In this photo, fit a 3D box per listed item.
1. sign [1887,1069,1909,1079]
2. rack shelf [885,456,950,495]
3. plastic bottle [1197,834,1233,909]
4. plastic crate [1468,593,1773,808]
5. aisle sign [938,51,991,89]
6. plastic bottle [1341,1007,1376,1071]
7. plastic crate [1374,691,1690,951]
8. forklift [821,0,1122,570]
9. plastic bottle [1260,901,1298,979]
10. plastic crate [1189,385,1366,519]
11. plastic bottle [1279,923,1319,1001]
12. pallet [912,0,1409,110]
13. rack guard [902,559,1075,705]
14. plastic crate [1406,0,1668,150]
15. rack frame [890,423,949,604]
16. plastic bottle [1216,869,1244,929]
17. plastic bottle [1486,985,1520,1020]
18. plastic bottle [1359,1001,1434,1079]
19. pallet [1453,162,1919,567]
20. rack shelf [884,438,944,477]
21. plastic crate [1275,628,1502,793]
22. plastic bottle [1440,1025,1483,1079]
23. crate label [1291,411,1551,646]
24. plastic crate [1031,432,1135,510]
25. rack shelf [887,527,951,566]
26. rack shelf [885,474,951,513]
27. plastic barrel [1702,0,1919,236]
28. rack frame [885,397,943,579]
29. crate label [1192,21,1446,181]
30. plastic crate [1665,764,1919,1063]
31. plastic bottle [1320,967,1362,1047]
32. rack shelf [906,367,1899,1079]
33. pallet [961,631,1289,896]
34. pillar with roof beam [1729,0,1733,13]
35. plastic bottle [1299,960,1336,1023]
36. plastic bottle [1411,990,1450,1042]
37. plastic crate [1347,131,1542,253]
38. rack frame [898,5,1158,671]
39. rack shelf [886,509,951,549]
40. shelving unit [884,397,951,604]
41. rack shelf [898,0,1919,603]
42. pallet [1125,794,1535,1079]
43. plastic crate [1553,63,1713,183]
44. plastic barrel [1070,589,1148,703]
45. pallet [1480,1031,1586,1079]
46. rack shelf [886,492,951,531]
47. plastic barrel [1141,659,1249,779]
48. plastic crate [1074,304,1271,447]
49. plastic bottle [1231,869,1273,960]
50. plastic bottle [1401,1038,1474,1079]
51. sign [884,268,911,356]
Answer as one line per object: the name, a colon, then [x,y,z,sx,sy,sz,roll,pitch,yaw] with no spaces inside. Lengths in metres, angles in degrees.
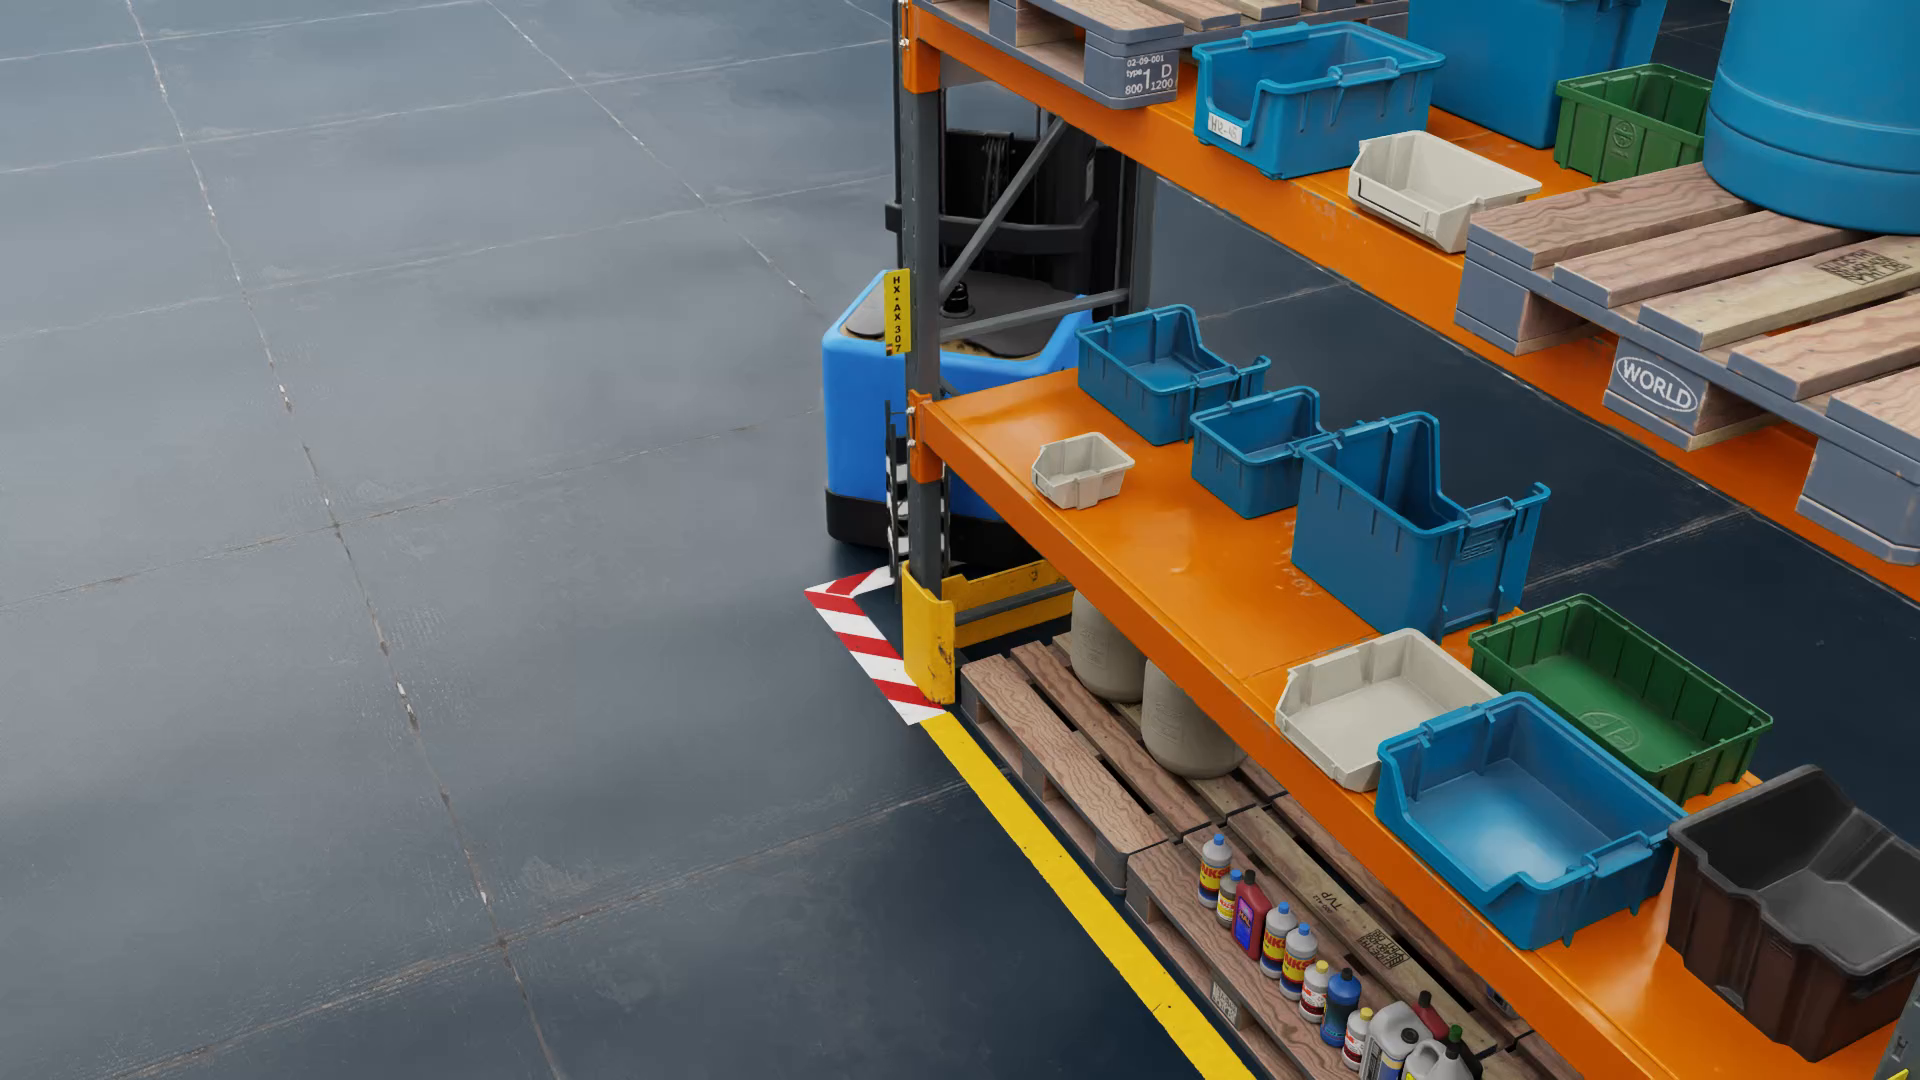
sign: [1.637,1.087,3.015,0.100,0.325,0.005,-16,36,-23]
rack shelf: [-0.181,-0.285,7.089,0.258,0.077,0.200,-5,33,-7]
plastic bottle: [0.834,1.069,5.422,0.097,0.271,0.097,0,33,0]
plastic crate: [1.746,0.441,4.477,0.450,0.188,0.662,-16,36,-23]
aisle sign: [-0.029,-1.893,5.515,0.394,0.787,0.004,-16,36,-23]
plastic bottle: [1.182,1.455,4.884,0.097,0.201,0.097,0,33,0]
plastic crate: [1.373,0.674,4.056,0.499,0.251,0.616,-16,36,-23]
forklift: [0.319,-1.878,7.965,1.130,2.935,3.031,10,34,15]
plastic bottle: [0.993,1.233,5.167,0.097,0.271,0.097,0,33,0]
plastic crate: [1.060,-0.300,5.576,0.499,0.251,0.408,-16,36,-23]
plastic bottle: [1.040,1.280,5.092,0.097,0.271,0.097,0,33,0]
pallet: [0.563,-1.602,4.865,1.003,0.211,1.213,-16,36,-23]
rack guard: [0.341,0.239,6.914,1.175,0.500,0.348,-16,36,-23]
plastic crate: [1.419,-1.260,4.170,0.392,0.384,0.575,-16,36,-23]
rack frame: [-0.167,-0.107,7.083,0.240,0.900,0.006,-5,33,-7]
plastic bottle: [0.882,1.148,5.364,0.097,0.201,0.097,0,33,0]
plastic bottle: [1.714,1.299,5.059,0.152,0.276,0.135,-16,36,-23]
plastic bottle: [1.261,1.473,4.787,0.152,0.276,0.135,-15,36,-22]
pallet: [1.706,-0.432,3.039,1.213,0.211,1.003,-16,36,-23]
rack shelf: [-0.181,-0.361,7.040,0.258,0.077,0.200,-5,33,-7]
plastic crate: [1.148,0.471,4.479,0.530,0.136,0.437,-16,36,-23]
plastic bottle: [1.412,1.511,4.721,0.061,0.283,0.133,-16,36,-23]
crate label: [1.361,-0.043,5.003,0.502,0.435,0.616,-16,36,-23]
plastic crate: [0.396,-0.219,5.556,0.298,0.136,0.250,-16,36,-23]
rack shelf: [-0.182,0.018,7.283,0.258,0.077,0.200,-5,33,-7]
rack shelf: [-0.181,-0.209,7.137,0.258,0.077,0.200,-5,33,-7]
plastic barrel: [1.760,-1.082,3.024,0.600,0.901,0.708,-16,36,-23]
rack frame: [-0.196,-0.216,7.253,0.240,0.900,0.006,-5,33,-7]
crate label: [0.844,-1.062,3.984,0.502,0.251,0.408,-16,36,-23]
plastic crate: [1.997,0.815,3.755,0.767,0.338,0.504,-16,36,-23]
plastic bottle: [1.134,1.377,4.941,0.097,0.271,0.097,0,33,0]
rack shelf: [1.196,0.419,4.982,1.077,0.370,4.000,-16,36,-23]
pallet: [0.715,0.750,6.384,1.003,0.211,1.213,-16,36,-23]
pillar with roof beam: [3.514,-7.520,11.146,9.100,9.000,0.400,-16,36,-23]
plastic bottle: [1.086,1.357,5.037,0.097,0.201,0.097,0,33,0]
plastic bottle: [1.355,1.443,4.827,0.061,0.283,0.133,-16,36,-23]
plastic crate: [1.023,-0.745,3.597,0.243,0.136,0.396,-16,36,-23]
rack frame: [0.264,-0.838,6.277,1.000,3.000,0.127,-16,36,-23]
rack shelf: [-0.181,-0.058,7.234,0.258,0.077,0.200,-5,33,-7]
shelving unit: [-0.181,-0.162,7.168,0.258,0.900,0.210,-5,33,-7]
rack shelf: [1.196,-0.844,4.173,1.077,0.370,4.000,-16,36,-23]
pallet: [1.280,1.331,5.477,1.003,0.211,1.213,-16,36,-23]
plastic crate: [1.634,-0.924,3.828,0.336,0.188,0.450,-16,36,-23]
plastic barrel: [0.638,0.328,6.375,0.421,0.512,0.421,0,33,0]
pallet: [1.853,1.914,4.567,1.003,0.211,1.213,-16,36,-23]
rack shelf: [-0.181,-0.133,7.186,0.258,0.077,0.200,-5,33,-7]
plastic barrel: [0.872,0.567,6.002,0.421,0.512,0.421,0,33,0]
plastic crate: [0.762,-0.612,6.062,0.499,0.251,0.616,-16,36,-23]
plastic bottle: [0.923,1.177,5.243,0.061,0.283,0.133,-15,36,-22]
plastic bottle: [1.334,1.520,4.644,0.144,0.351,0.185,-16,36,-23]
sign: [-0.225,-0.818,5.990,0.100,0.325,0.005,-16,36,-23]
